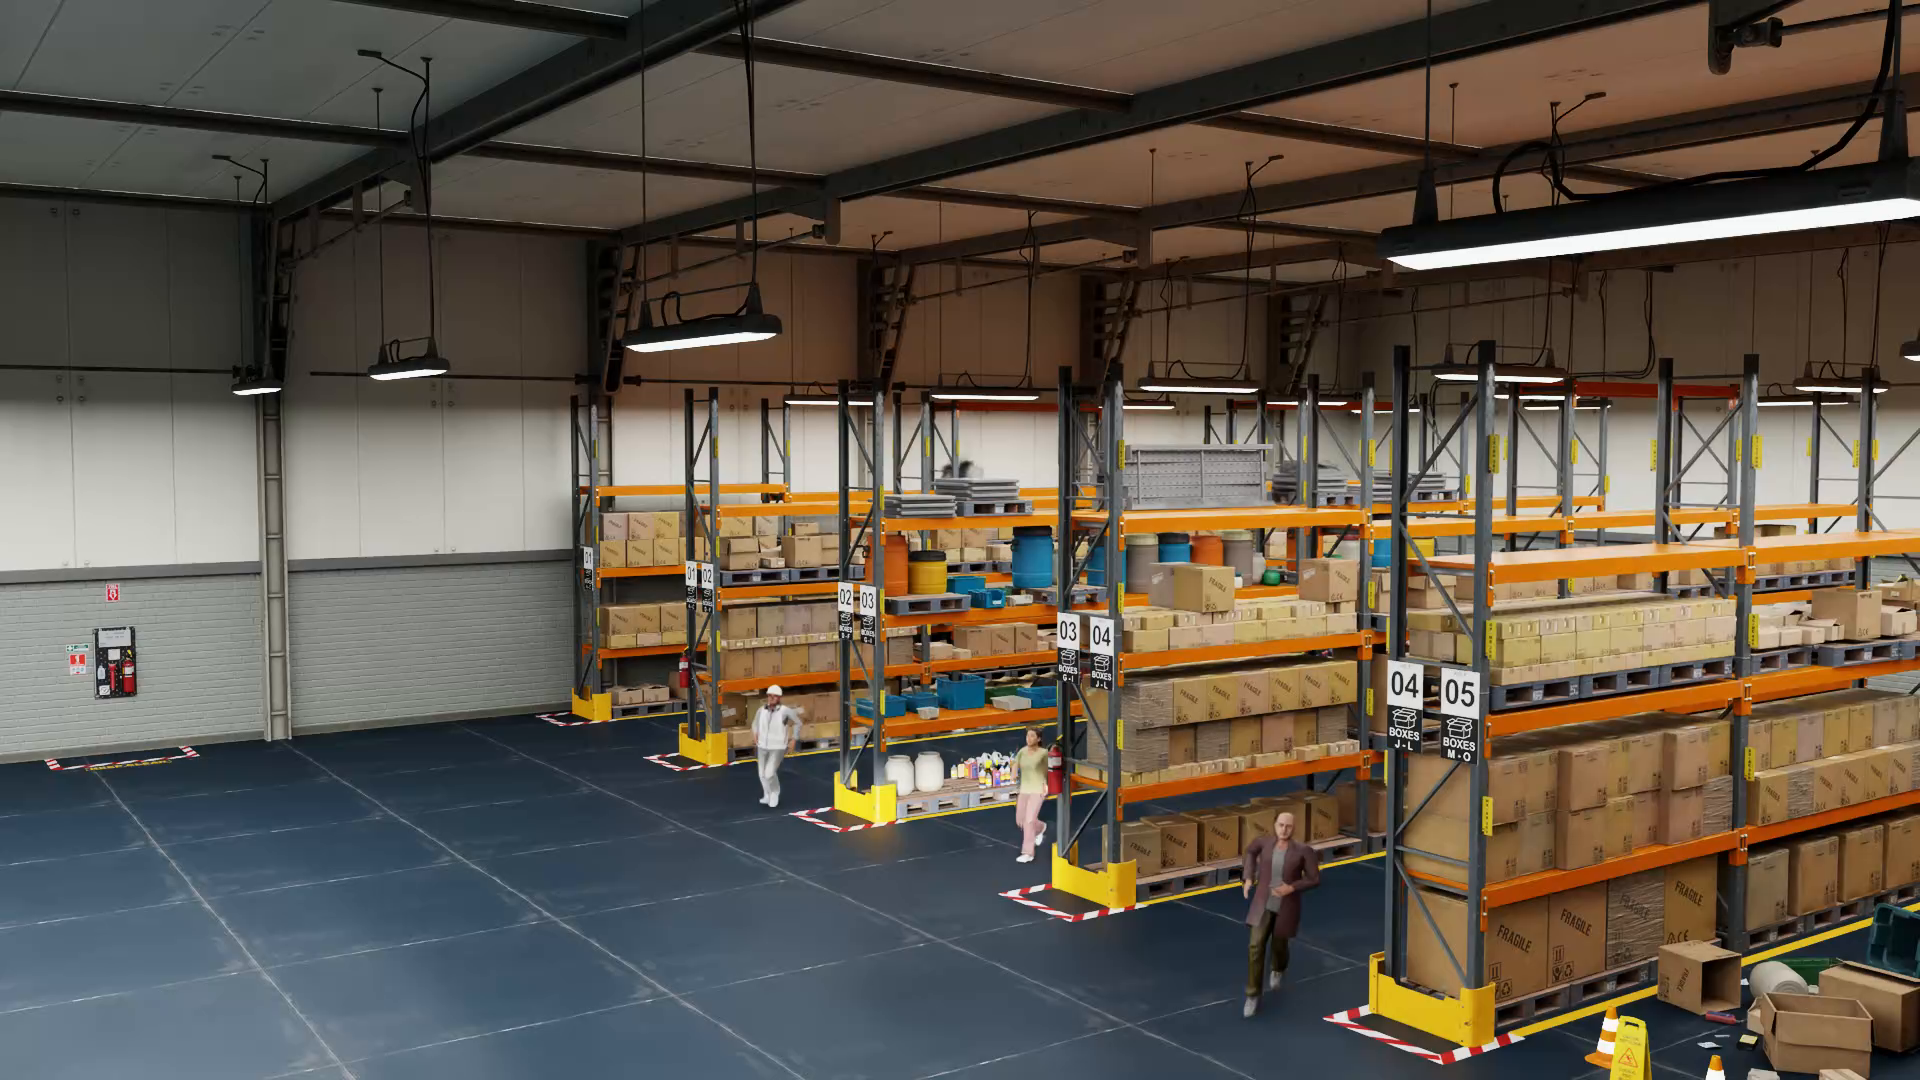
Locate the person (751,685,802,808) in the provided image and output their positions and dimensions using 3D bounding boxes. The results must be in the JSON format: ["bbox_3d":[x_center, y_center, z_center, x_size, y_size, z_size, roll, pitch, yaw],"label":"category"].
[{"bbox_3d":[-2.608,2.892,23.263,0.696,1.742,0.644,1,4,20],"label":"person"}]

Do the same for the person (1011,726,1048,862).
[{"bbox_3d":[0.923,3.105,20.487,0.620,1.643,0.750,2,4,31],"label":"person"}]

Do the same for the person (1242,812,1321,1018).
[{"bbox_3d":[2.933,3.377,15.240,0.743,1.799,1.021,1,4,21],"label":"person"}]
